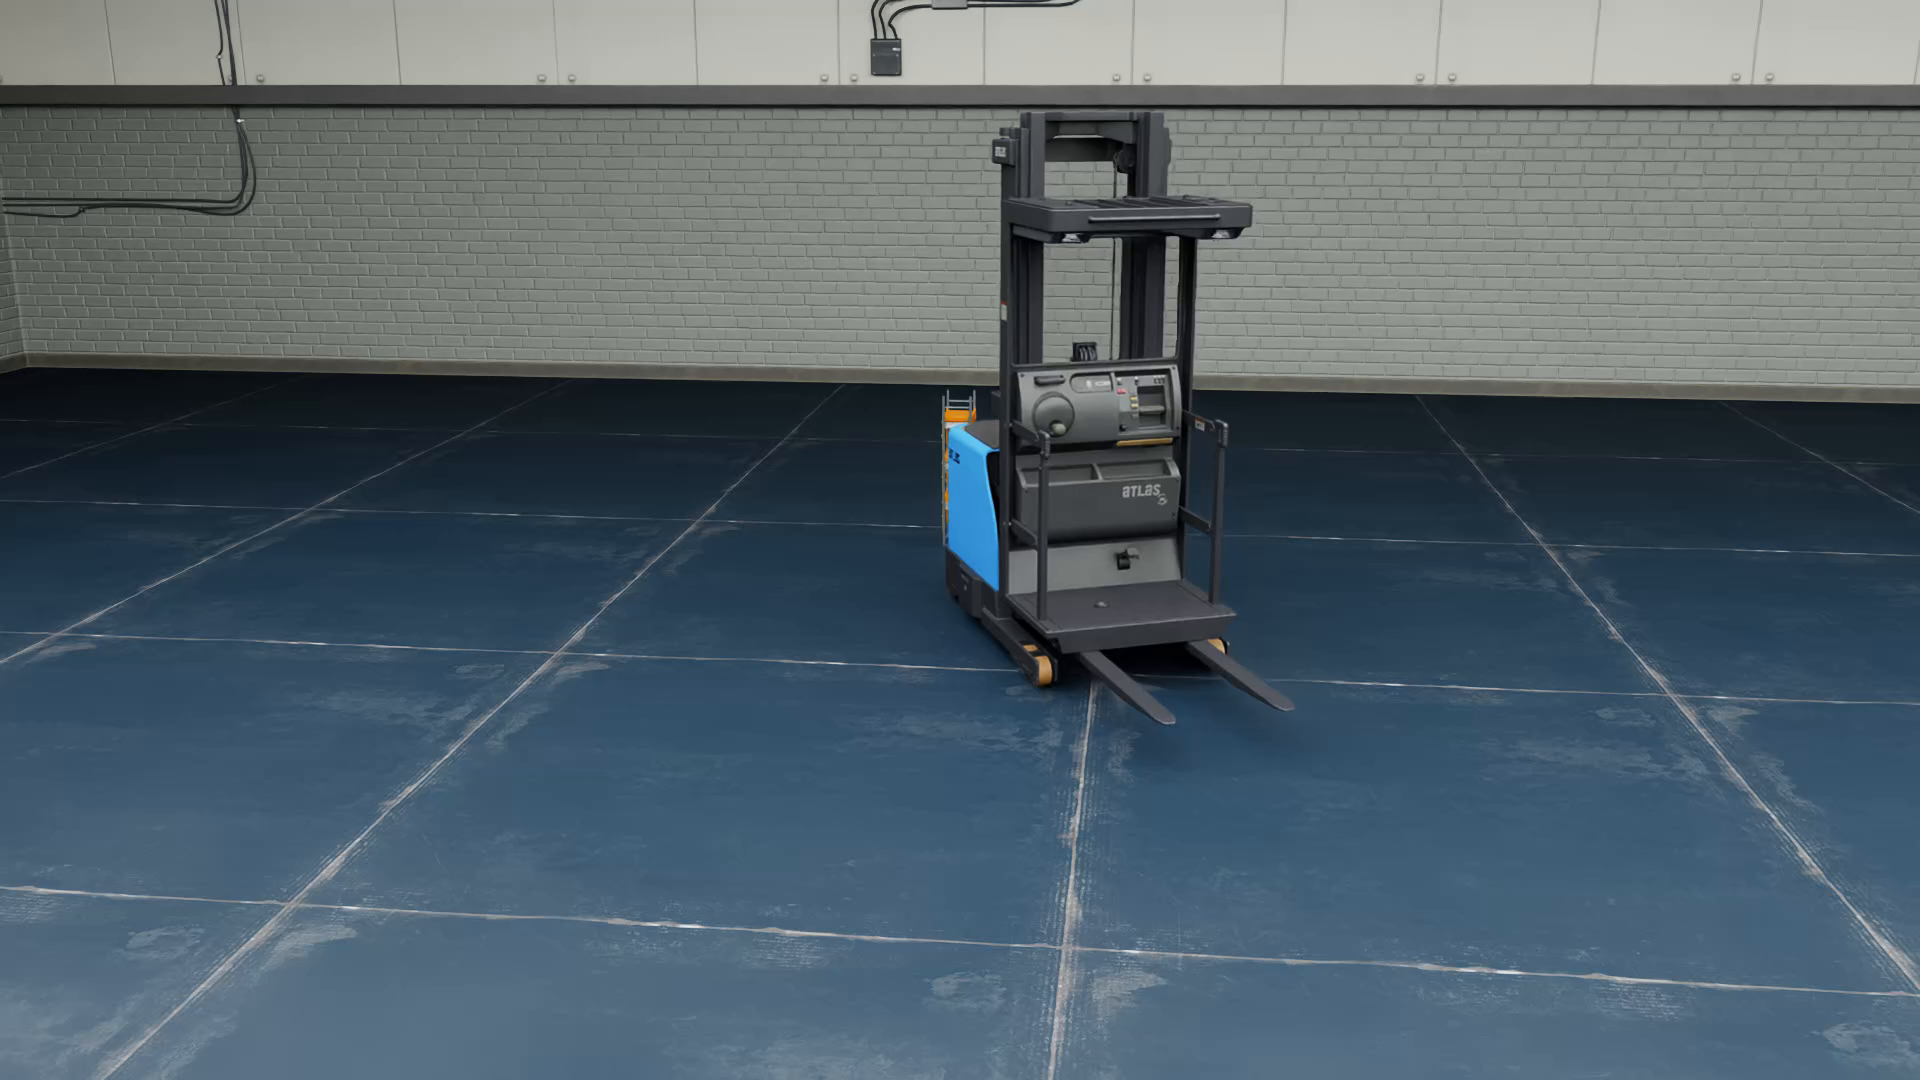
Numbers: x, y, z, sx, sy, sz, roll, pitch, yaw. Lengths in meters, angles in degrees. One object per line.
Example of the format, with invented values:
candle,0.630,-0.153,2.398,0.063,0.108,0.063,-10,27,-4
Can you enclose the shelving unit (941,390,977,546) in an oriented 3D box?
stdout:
shelving unit,-0.006,-0.493,11.474,0.215,1.050,0.252,2,15,6

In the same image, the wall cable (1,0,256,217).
wall cable,-9.192,-4.767,18.002,3.097,2.526,0.112,2,15,6

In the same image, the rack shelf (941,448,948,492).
rack shelf,-0.006,-0.483,11.476,0.215,0.259,0.240,2,15,6

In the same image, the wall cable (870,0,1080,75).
wall cable,0.239,-7.624,16.103,2.305,6.003,0.169,2,15,6

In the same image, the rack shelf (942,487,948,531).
rack shelf,-0.006,-0.214,11.549,0.215,0.259,0.240,2,15,6

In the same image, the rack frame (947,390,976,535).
rack frame,0.008,-0.525,11.591,0.200,1.050,0.008,2,15,6

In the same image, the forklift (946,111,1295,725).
forklift,0.825,-0.754,8.834,1.130,2.935,3.031,-5,16,-16

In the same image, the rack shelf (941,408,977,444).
rack shelf,-0.006,-0.757,11.402,0.215,0.259,0.240,2,15,6

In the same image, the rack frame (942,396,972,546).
rack frame,-0.020,-0.461,11.357,0.200,1.050,0.008,2,15,6
